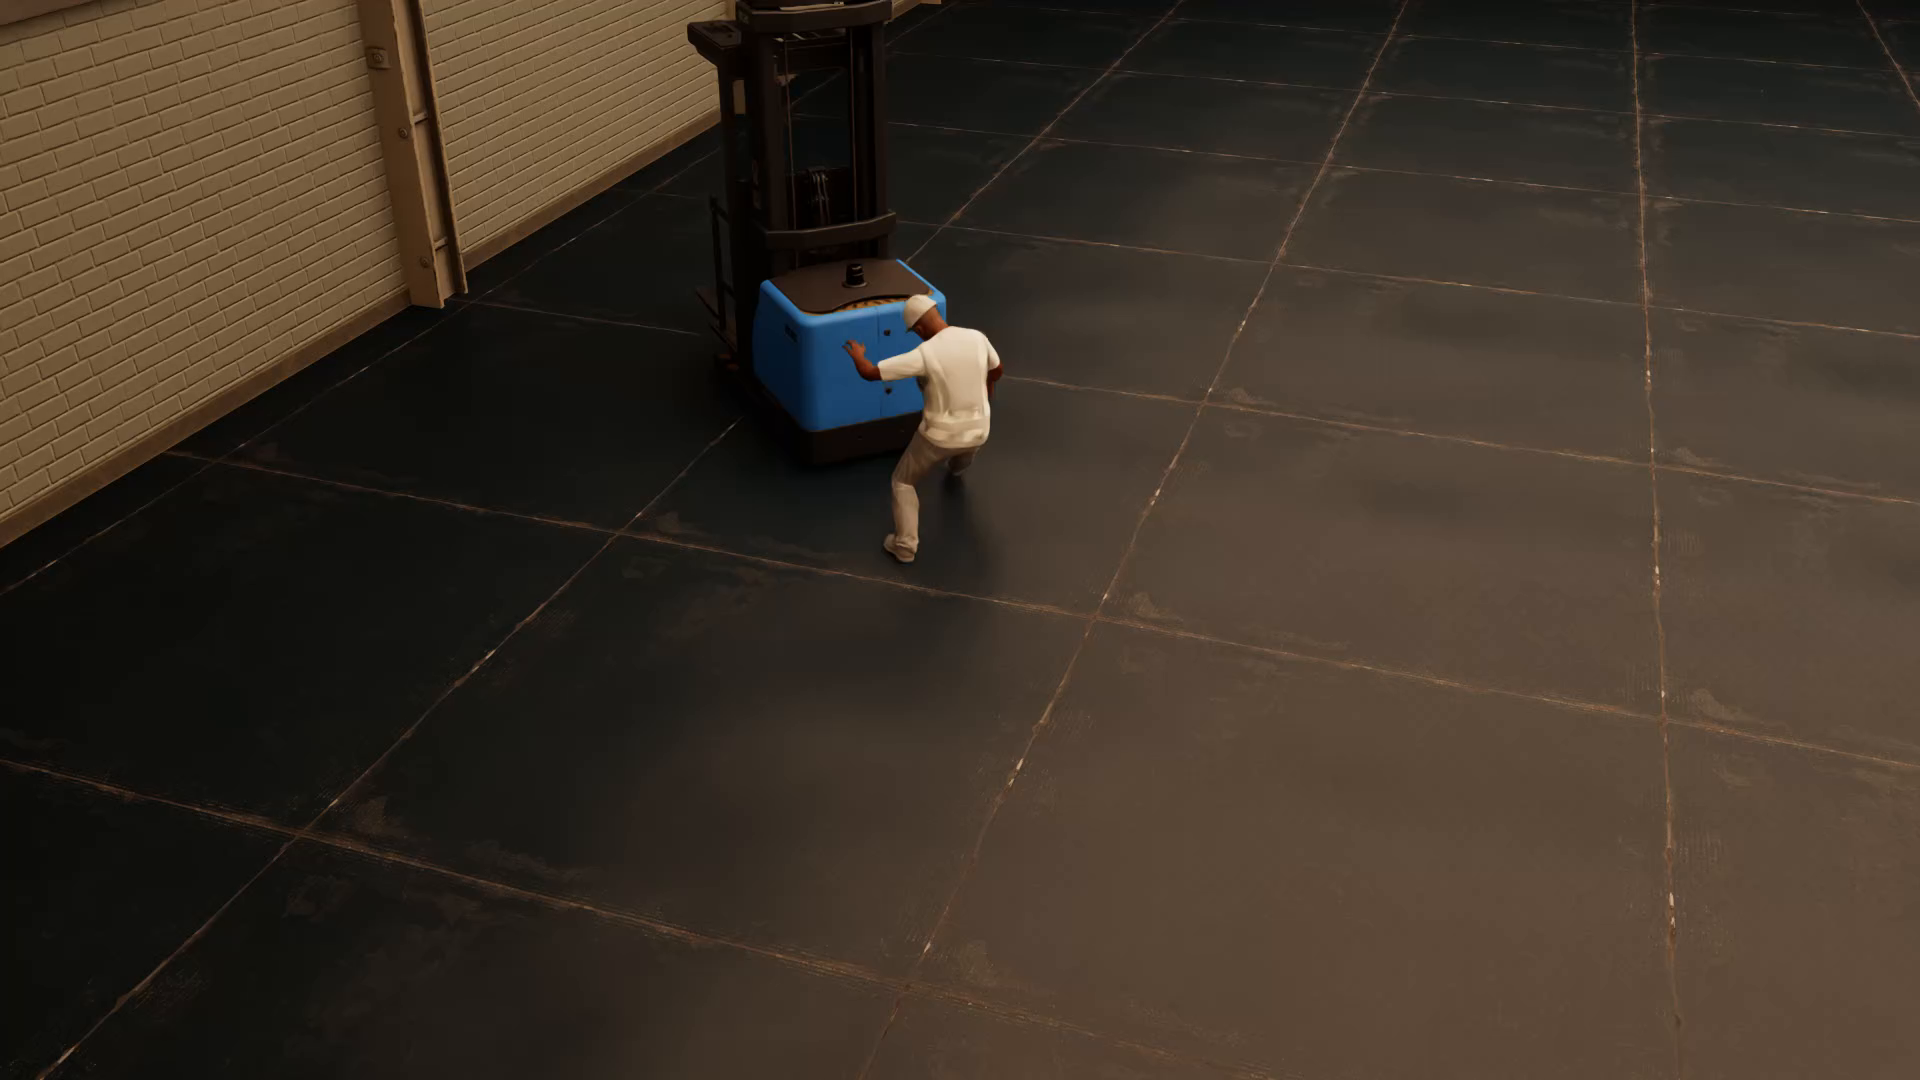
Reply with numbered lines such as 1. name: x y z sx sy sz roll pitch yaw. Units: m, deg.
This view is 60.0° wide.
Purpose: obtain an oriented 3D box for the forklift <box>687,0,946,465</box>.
1. forklift: -1.154 -2.471 11.471 1.130 2.935 3.031 -13 32 -22

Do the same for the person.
1. person: -0.176 -0.814 10.063 0.981 1.469 1.077 -15 33 -24
